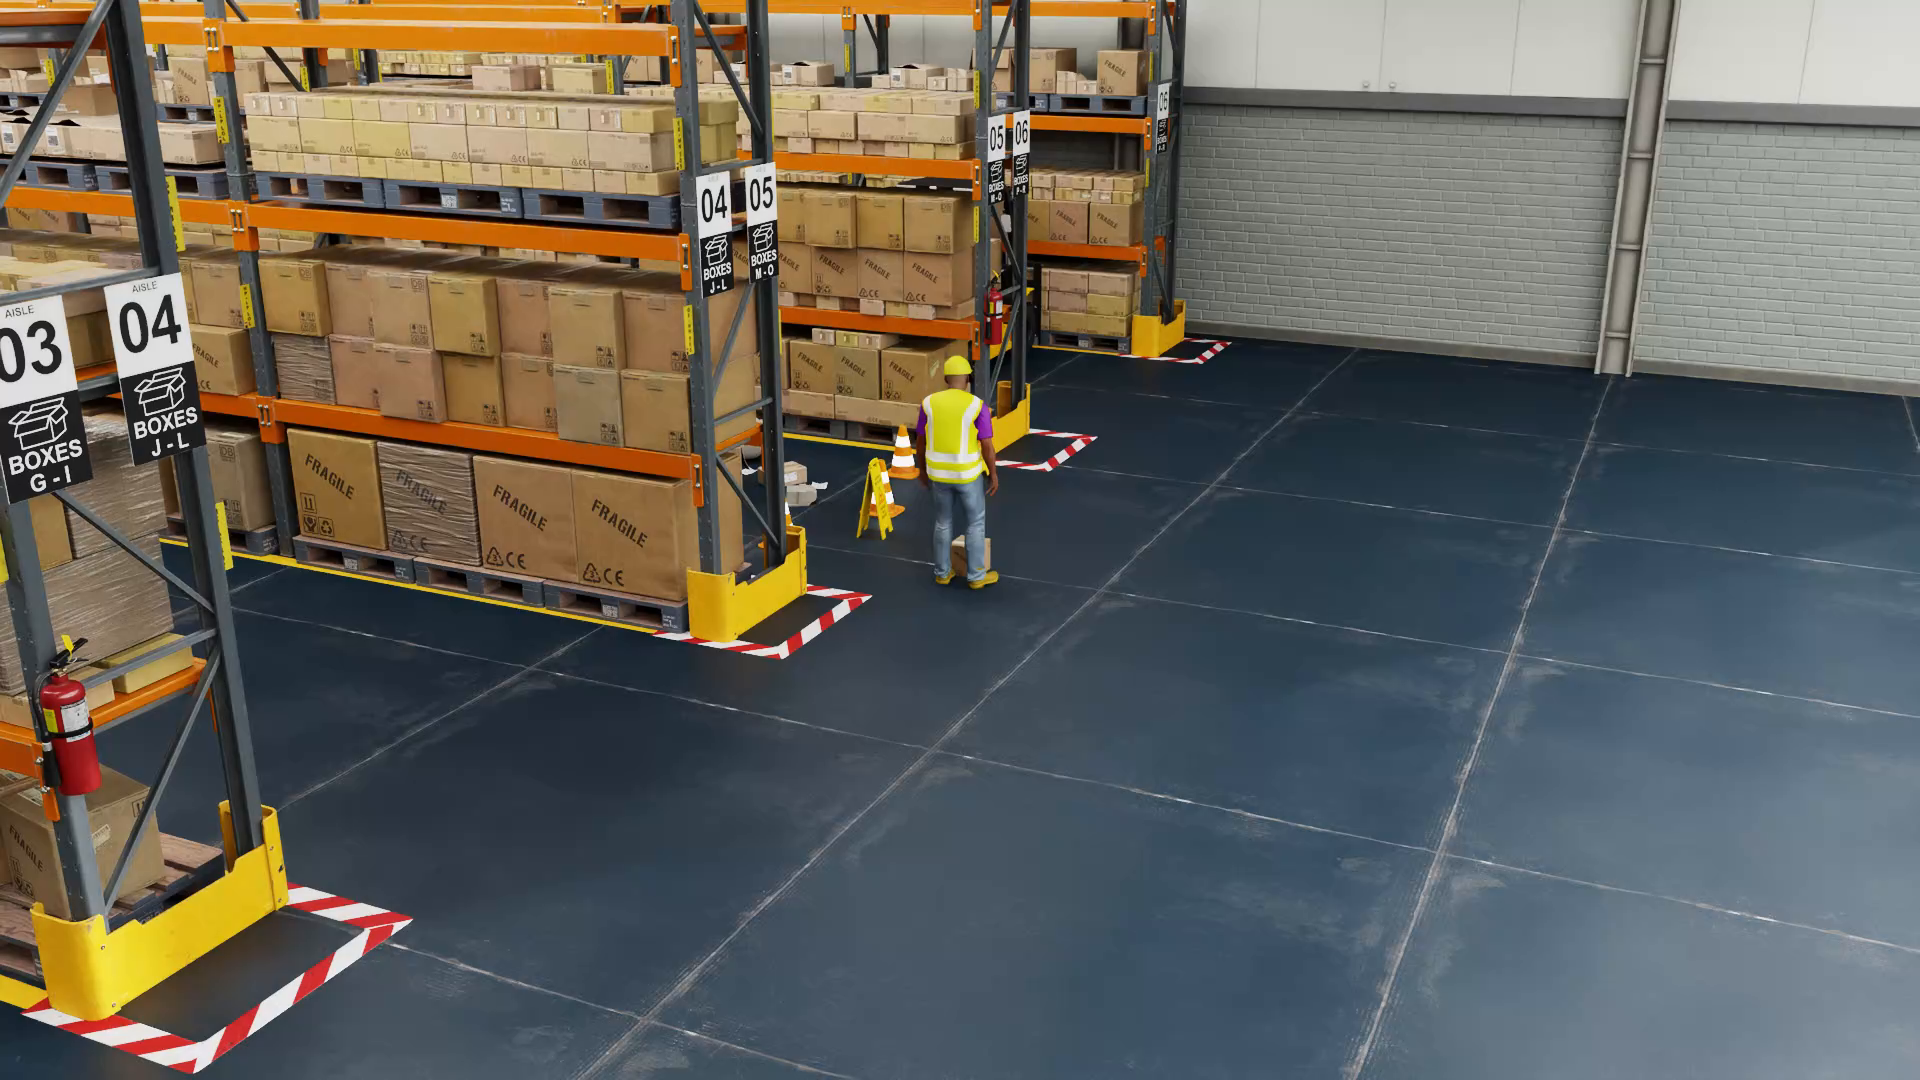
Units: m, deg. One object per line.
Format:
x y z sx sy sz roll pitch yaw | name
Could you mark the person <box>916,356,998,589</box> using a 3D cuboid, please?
-0.018 -0.513 12.537 0.631 1.759 0.461 7 20 20 | person
